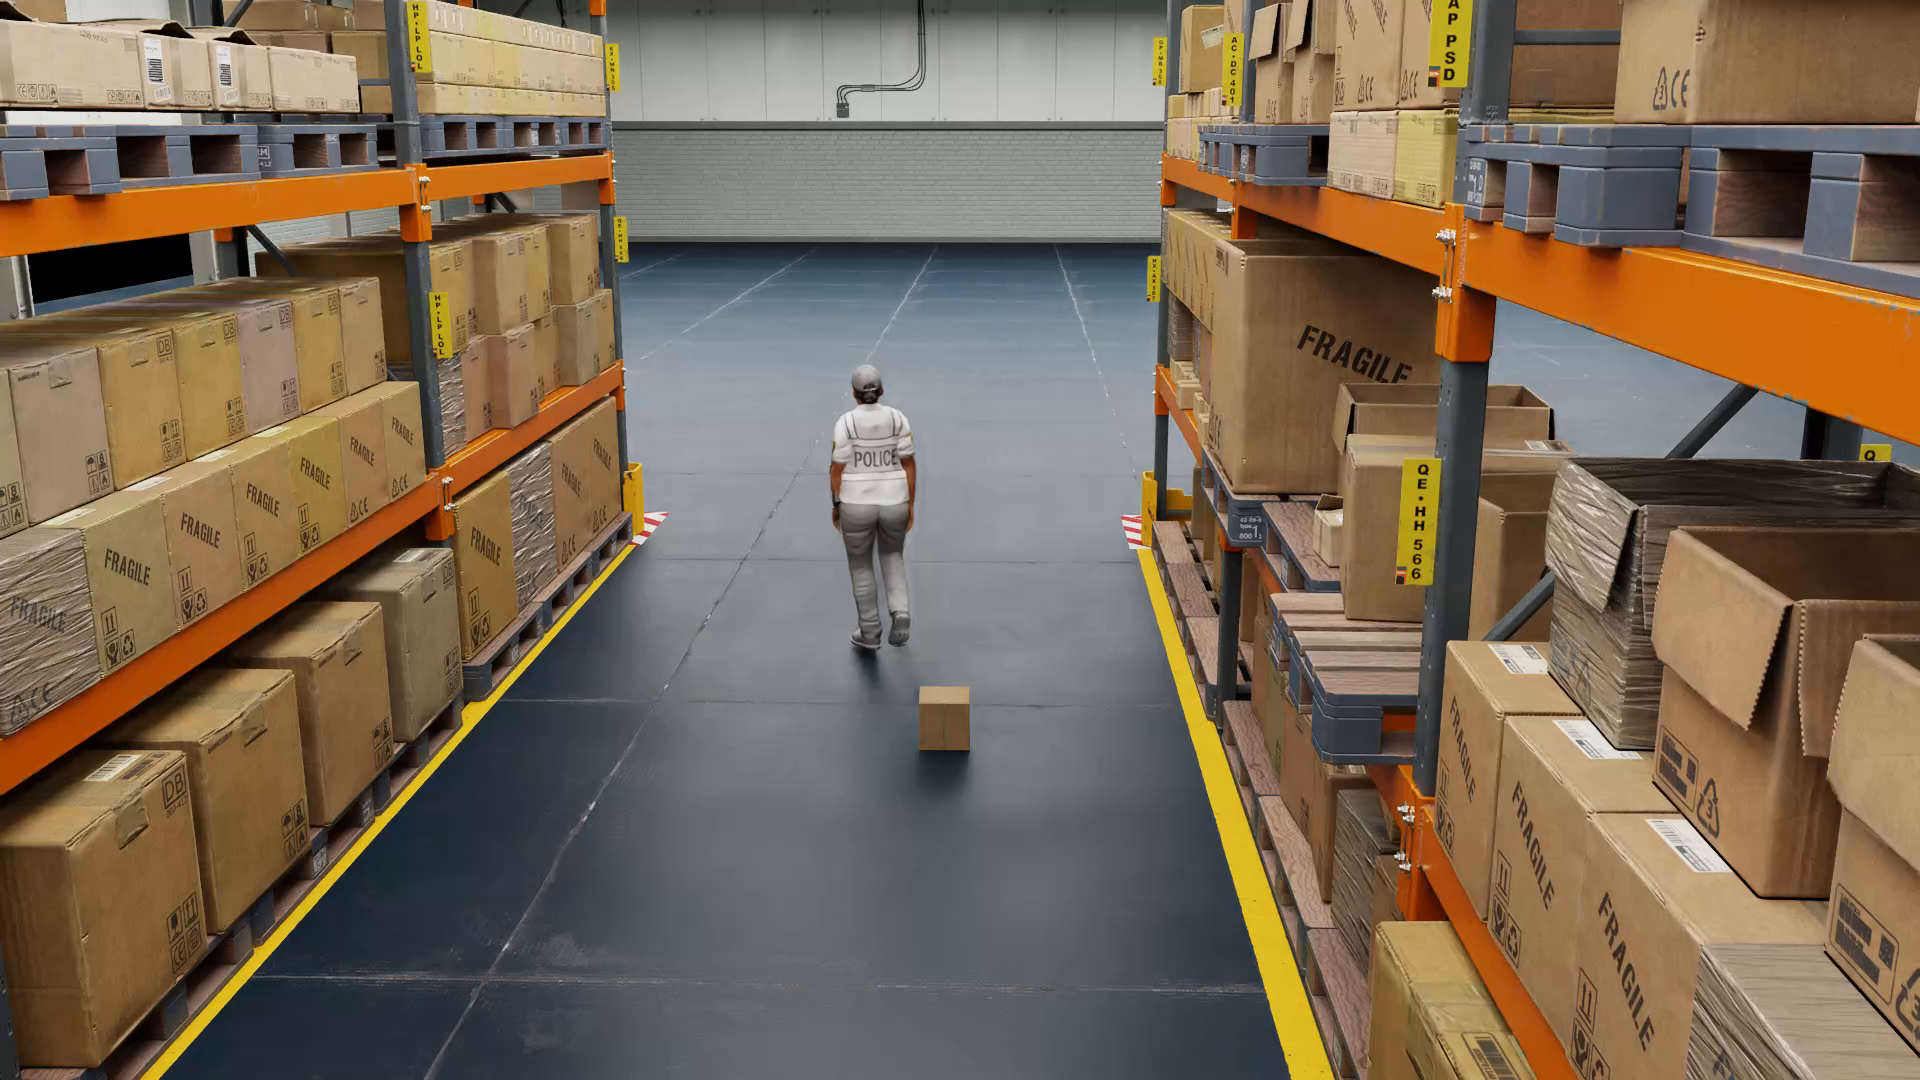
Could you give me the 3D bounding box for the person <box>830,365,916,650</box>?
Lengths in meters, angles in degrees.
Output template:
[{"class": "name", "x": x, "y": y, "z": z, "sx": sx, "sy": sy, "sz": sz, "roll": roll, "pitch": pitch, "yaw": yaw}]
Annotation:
[{"class": "person", "x": -0.514, "y": -0.182, "z": 9.672, "sx": 0.486, "sy": 1.680, "sz": 0.442, "roll": -5, "pitch": 15, "yaw": -21}]
